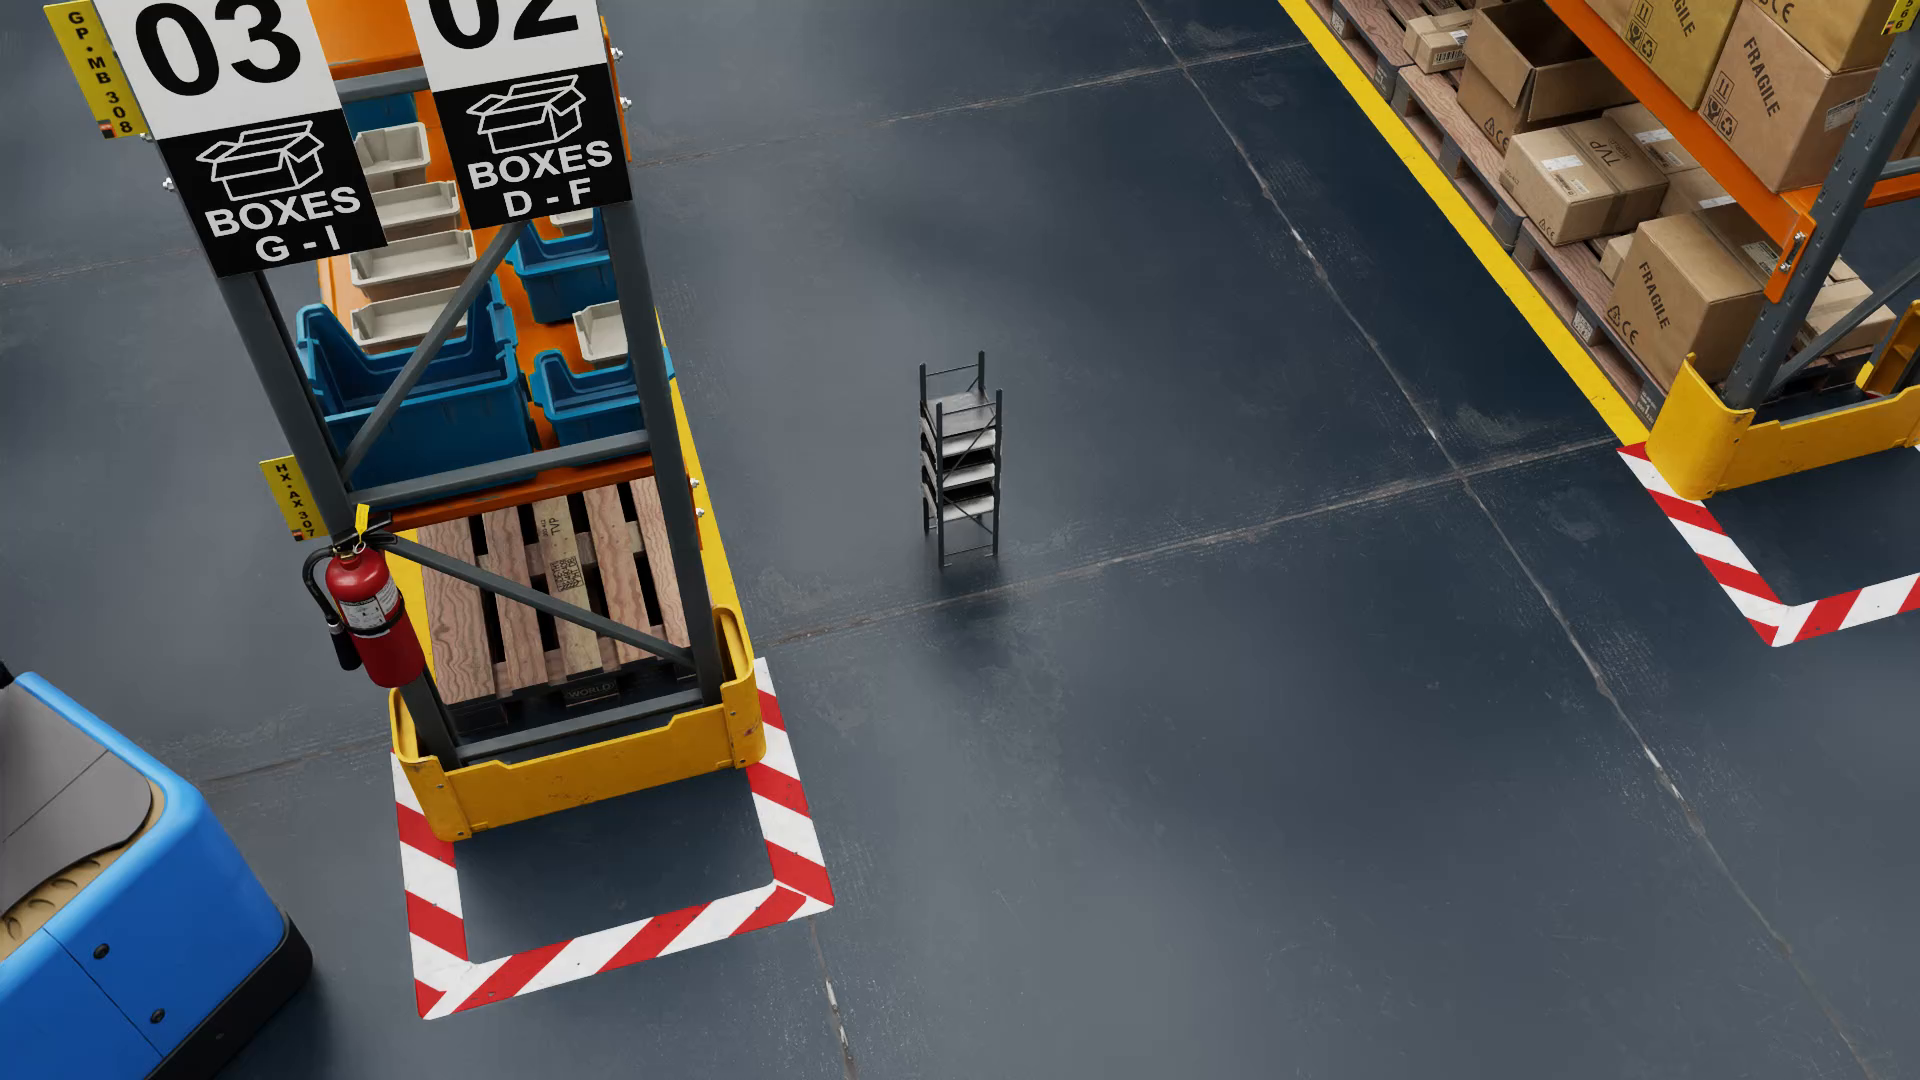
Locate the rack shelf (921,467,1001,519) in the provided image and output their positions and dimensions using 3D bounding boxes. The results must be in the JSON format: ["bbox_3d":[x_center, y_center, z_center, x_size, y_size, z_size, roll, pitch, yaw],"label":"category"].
[{"bbox_3d":[0.002,-0.205,6.285,0.258,0.077,0.200,-13,51,-11],"label":"rack shelf"}]

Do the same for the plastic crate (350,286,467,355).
[{"bbox_3d":[-1.714,-0.685,5.288,0.396,0.136,0.243,-13,51,-11],"label":"plastic crate"}]

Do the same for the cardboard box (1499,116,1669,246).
[{"bbox_3d":[2.784,-1.611,7.446,0.500,0.250,0.500,-13,51,-11],"label":"cardboard box"}]

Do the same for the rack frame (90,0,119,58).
[{"bbox_3d":[-1.300,-2.129,2.449,1.000,3.000,0.127,-13,51,-11],"label":"rack frame"}]

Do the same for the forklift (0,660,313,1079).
[{"bbox_3d":[-3.575,0.134,4.509,3.031,2.935,1.130,27,55,21],"label":"forklift"}]

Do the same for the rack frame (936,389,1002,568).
[{"bbox_3d":[0.032,-0.210,6.128,0.240,0.900,0.006,-13,51,-11],"label":"rack frame"}]

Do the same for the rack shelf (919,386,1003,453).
[{"bbox_3d":[0.002,-0.437,6.010,0.258,0.077,0.200,-13,51,-11],"label":"rack shelf"}]

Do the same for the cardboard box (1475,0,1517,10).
[{"bbox_3d":[2.911,-2.610,8.249,0.500,0.311,0.500,-13,51,-11],"label":"cardboard box"}]

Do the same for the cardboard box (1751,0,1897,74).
[{"bbox_3d":[3.038,-1.930,5.486,0.500,0.500,0.500,-14,51,-11],"label":"cardboard box"}]

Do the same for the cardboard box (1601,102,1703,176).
[{"bbox_3d":[3.247,-1.760,7.572,0.500,0.250,0.500,-13,51,-11],"label":"cardboard box"}]

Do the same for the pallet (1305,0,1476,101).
[{"bbox_3d":[2.452,-2.834,8.791,1.003,0.211,1.213,-13,51,-11],"label":"pallet"}]

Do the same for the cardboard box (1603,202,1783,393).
[{"bbox_3d":[3.037,-0.991,6.760,0.500,0.500,0.500,-13,51,-11],"label":"cardboard box"}]

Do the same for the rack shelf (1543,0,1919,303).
[{"bbox_3d":[2.841,-2.542,7.191,1.077,0.370,4.000,-13,51,-11],"label":"rack shelf"}]

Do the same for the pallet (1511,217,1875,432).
[{"bbox_3d":[3.174,-1.052,7.288,1.003,0.211,1.213,-13,51,-11],"label":"pallet"}]

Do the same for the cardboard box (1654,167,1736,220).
[{"bbox_3d":[3.395,-1.395,7.264,0.500,0.250,0.500,-13,51,-11],"label":"cardboard box"}]

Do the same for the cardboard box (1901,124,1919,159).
[{"bbox_3d":[3.553,-1.729,5.970,0.500,0.500,0.500,-12,51,-10],"label":"cardboard box"}]

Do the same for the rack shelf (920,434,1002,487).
[{"bbox_3d":[0.002,-0.321,6.147,0.258,0.077,0.200,-13,51,-11],"label":"rack shelf"}]

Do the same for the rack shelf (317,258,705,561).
[{"bbox_3d":[-1.892,-1.425,6.249,1.077,0.370,4.000,-13,51,-11],"label":"rack shelf"}]

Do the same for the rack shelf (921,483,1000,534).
[{"bbox_3d":[0.002,-0.147,6.354,0.258,0.077,0.200,-13,51,-11],"label":"rack shelf"}]

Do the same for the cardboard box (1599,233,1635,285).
[{"bbox_3d":[3.003,-1.199,7.154,0.380,0.166,0.250,-13,51,-11],"label":"cardboard box"}]

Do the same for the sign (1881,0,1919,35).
[{"bbox_3d":[2.897,-1.677,5.028,0.100,0.325,0.005,-13,51,-11],"label":"sign"}]

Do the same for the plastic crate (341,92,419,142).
[{"bbox_3d":[-2.152,-1.603,6.000,0.416,0.233,0.300,-13,51,-11],"label":"plastic crate"}]

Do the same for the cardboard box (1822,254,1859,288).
[{"bbox_3d":[3.563,-1.108,7.077,0.380,0.166,0.250,-13,51,-11],"label":"cardboard box"}]

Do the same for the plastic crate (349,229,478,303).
[{"bbox_3d":[-1.786,-0.900,5.469,0.396,0.136,0.243,-13,51,-11],"label":"plastic crate"}]

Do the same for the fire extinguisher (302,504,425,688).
[{"bbox_3d":[-1.690,0.162,4.735,0.296,0.674,0.183,-13,51,-11],"label":"fire extinguisher"}]

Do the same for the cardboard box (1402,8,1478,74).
[{"bbox_3d":[2.433,-2.478,8.232,0.380,0.166,0.250,-13,51,-11],"label":"cardboard box"}]

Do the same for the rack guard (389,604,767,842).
[{"bbox_3d":[-1.281,0.625,5.686,1.175,0.500,0.348,-13,51,-11],"label":"rack guard"}]

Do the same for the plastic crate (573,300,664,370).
[{"bbox_3d":[-1.074,-0.638,5.249,0.250,0.136,0.298,-13,51,-11],"label":"plastic crate"}]

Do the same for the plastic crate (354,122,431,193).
[{"bbox_3d":[-1.997,-1.310,5.815,0.298,0.136,0.250,-13,51,-11],"label":"plastic crate"}]

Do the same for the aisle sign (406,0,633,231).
[{"bbox_3d":[-0.995,-1.048,3.761,0.394,0.787,0.004,-13,51,-11],"label":"aisle sign"}]

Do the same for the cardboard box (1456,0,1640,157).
[{"bbox_3d":[2.810,-2.201,7.778,0.797,0.503,0.637,-13,51,-11],"label":"cardboard box"}]

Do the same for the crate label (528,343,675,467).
[{"bbox_3d":[-1.059,-0.416,4.999,0.416,0.233,0.303,-13,51,-11],"label":"crate label"}]

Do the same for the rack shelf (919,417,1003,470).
[{"bbox_3d":[0.002,-0.379,6.078,0.258,0.077,0.200,-13,51,-11],"label":"rack shelf"}]

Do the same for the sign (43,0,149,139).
[{"bbox_3d":[-1.821,-0.993,3.521,0.100,0.325,0.005,-13,51,-11],"label":"sign"}]

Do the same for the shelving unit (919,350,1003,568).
[{"bbox_3d":[0.002,-0.284,6.191,0.258,0.900,0.210,-13,51,-11],"label":"shelving unit"}]

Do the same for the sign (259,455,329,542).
[{"bbox_3d":[-1.821,-0.112,4.566,0.100,0.325,0.005,-13,51,-11],"label":"sign"}]

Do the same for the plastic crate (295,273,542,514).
[{"bbox_3d":[-1.578,-0.429,4.877,0.616,0.435,0.499,-13,51,-11],"label":"plastic crate"}]

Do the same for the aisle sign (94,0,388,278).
[{"bbox_3d":[-1.559,-0.915,3.649,0.394,0.787,0.004,-13,51,-11],"label":"aisle sign"}]

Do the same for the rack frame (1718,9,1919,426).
[{"bbox_3d":[3.433,-1.313,5.685,1.000,3.000,0.127,-13,51,-11],"label":"rack frame"}]

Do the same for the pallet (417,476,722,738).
[{"bbox_3d":[-1.507,0.092,6.324,1.003,0.211,1.213,-13,51,-11],"label":"pallet"}]

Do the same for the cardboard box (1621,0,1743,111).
[{"bbox_3d":[2.884,-1.989,6.189,0.500,0.500,0.500,-13,51,-11],"label":"cardboard box"}]

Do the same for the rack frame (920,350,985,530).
[{"bbox_3d":[-0.028,-0.358,6.253,0.240,0.900,0.006,-13,51,-11],"label":"rack frame"}]

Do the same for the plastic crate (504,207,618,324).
[{"bbox_3d":[-1.253,-0.897,5.404,0.416,0.233,0.300,-13,51,-11],"label":"plastic crate"}]

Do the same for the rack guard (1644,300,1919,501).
[{"bbox_3d":[3.410,-0.563,6.687,1.175,0.500,0.348,-13,51,-11],"label":"rack guard"}]

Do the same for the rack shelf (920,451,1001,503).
[{"bbox_3d":[0.002,-0.263,6.216,0.258,0.077,0.200,-13,51,-11],"label":"rack shelf"}]

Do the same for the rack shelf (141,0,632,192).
[{"bbox_3d":[-1.892,-2.391,5.102,1.077,0.370,4.000,-13,51,-11],"label":"rack shelf"}]

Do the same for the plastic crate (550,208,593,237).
[{"bbox_3d":[-1.275,-1.133,5.666,0.250,0.136,0.298,-13,51,-11],"label":"plastic crate"}]

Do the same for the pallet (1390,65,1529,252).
[{"bbox_3d":[2.816,-1.941,8.038,1.003,0.211,1.213,-13,51,-11],"label":"pallet"}]

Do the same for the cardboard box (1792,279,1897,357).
[{"bbox_3d":[3.637,-0.919,6.930,0.380,0.149,0.250,-13,51,-11],"label":"cardboard box"}]

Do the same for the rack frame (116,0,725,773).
[{"bbox_3d":[-1.300,-0.196,4.743,1.000,3.000,0.127,-13,51,-11],"label":"rack frame"}]

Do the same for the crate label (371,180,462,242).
[{"bbox_3d":[-1.892,-1.098,5.636,0.396,0.136,0.243,-13,51,-11],"label":"crate label"}]

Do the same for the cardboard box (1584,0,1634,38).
[{"bbox_3d":[2.741,-2.355,6.497,0.500,0.500,0.500,-13,51,-11],"label":"cardboard box"}]
